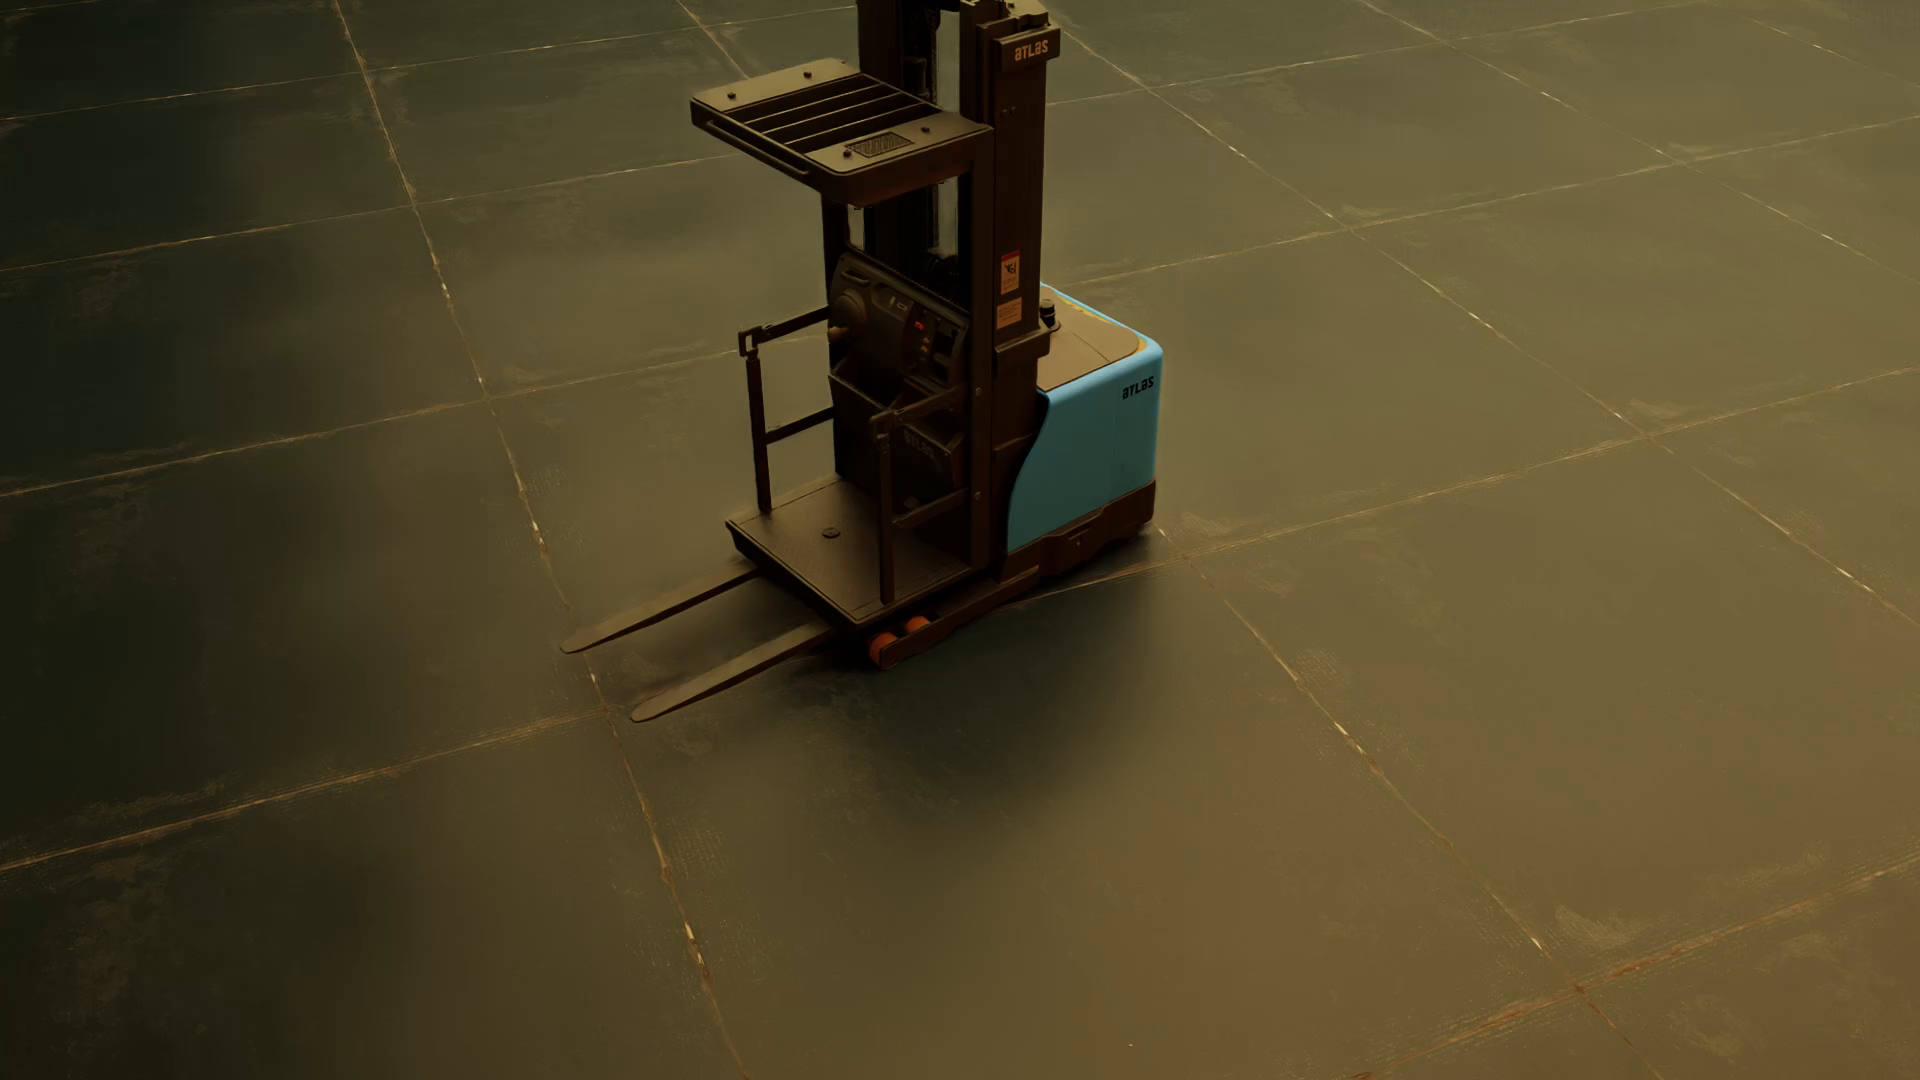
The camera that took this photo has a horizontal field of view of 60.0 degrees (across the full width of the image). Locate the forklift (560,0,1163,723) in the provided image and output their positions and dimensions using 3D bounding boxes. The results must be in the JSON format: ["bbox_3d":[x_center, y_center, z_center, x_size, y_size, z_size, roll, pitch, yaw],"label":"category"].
[{"bbox_3d":[-0.446,-0.939,7.419,3.031,2.935,1.130,-26,43,-31],"label":"forklift"}]
